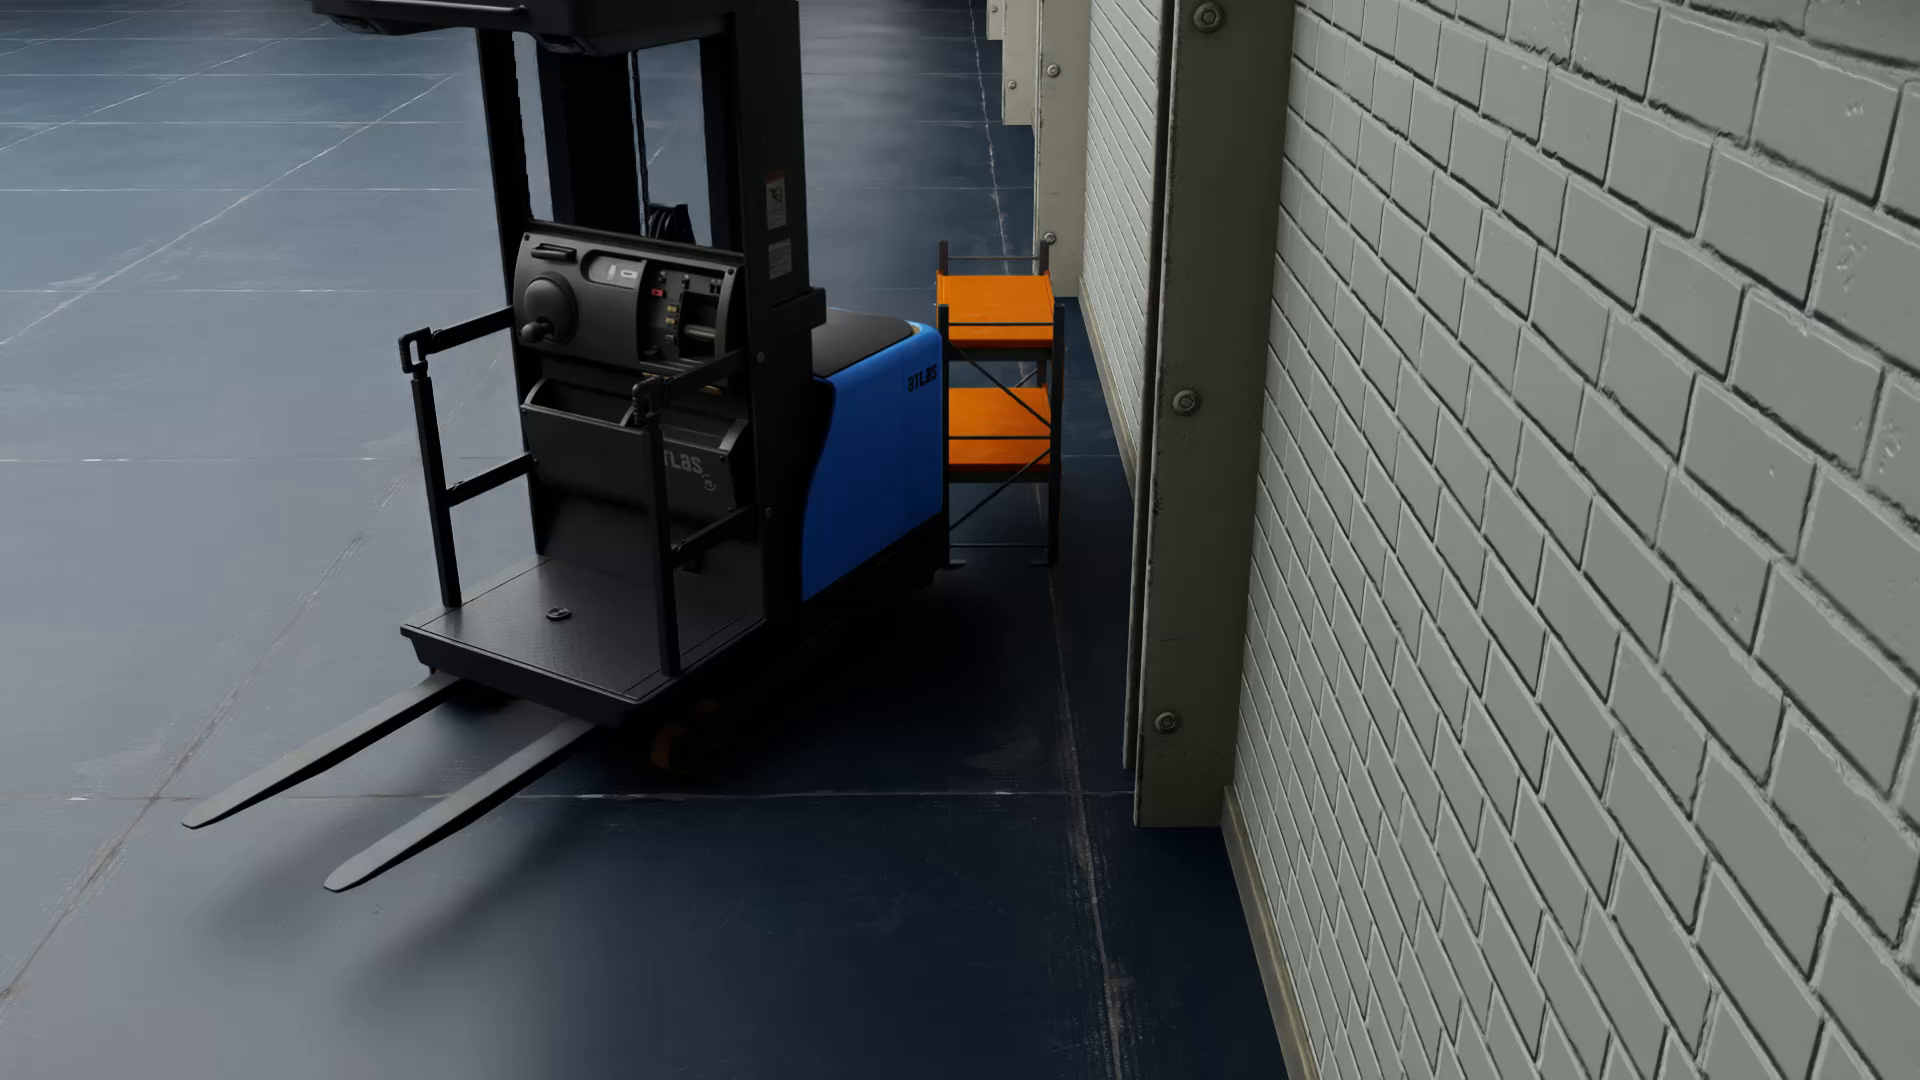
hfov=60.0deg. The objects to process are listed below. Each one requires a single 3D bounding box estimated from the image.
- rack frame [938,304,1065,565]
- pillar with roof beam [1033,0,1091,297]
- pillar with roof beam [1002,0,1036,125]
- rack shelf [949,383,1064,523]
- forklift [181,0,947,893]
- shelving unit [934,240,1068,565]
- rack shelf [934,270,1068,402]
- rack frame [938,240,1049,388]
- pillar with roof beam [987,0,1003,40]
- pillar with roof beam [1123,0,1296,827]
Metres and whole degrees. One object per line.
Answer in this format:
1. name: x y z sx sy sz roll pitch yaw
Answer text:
1. rack frame: 0.163 -0.416 6.805 0.500 1.125 0.032 0 24 -1
2. pillar with roof beam: -3.665 -5.730 8.999 9.100 9.000 0.400 0 24 -1
3. pillar with roof beam: -3.731 -8.202 14.466 9.100 9.000 0.400 0 24 -1
4. rack shelf: 0.158 -0.403 7.369 0.538 0.278 1.000 0 24 -1
5. forklift: -1.234 -0.772 5.401 1.130 2.935 3.031 14 28 27
6. shelving unit: 0.158 -0.626 7.269 0.538 1.125 1.048 0 24 -1
7. rack shelf: 0.158 -0.892 7.148 0.538 0.278 1.000 0 24 -1
8. rack frame: 0.152 -0.835 7.732 0.500 1.125 0.032 0 24 -1
9. pillar with roof beam: -3.796 -10.675 19.932 9.100 9.000 0.400 0 24 -1
10. pillar with roof beam: -3.600 -3.258 3.533 9.100 9.000 0.400 0 24 -1
